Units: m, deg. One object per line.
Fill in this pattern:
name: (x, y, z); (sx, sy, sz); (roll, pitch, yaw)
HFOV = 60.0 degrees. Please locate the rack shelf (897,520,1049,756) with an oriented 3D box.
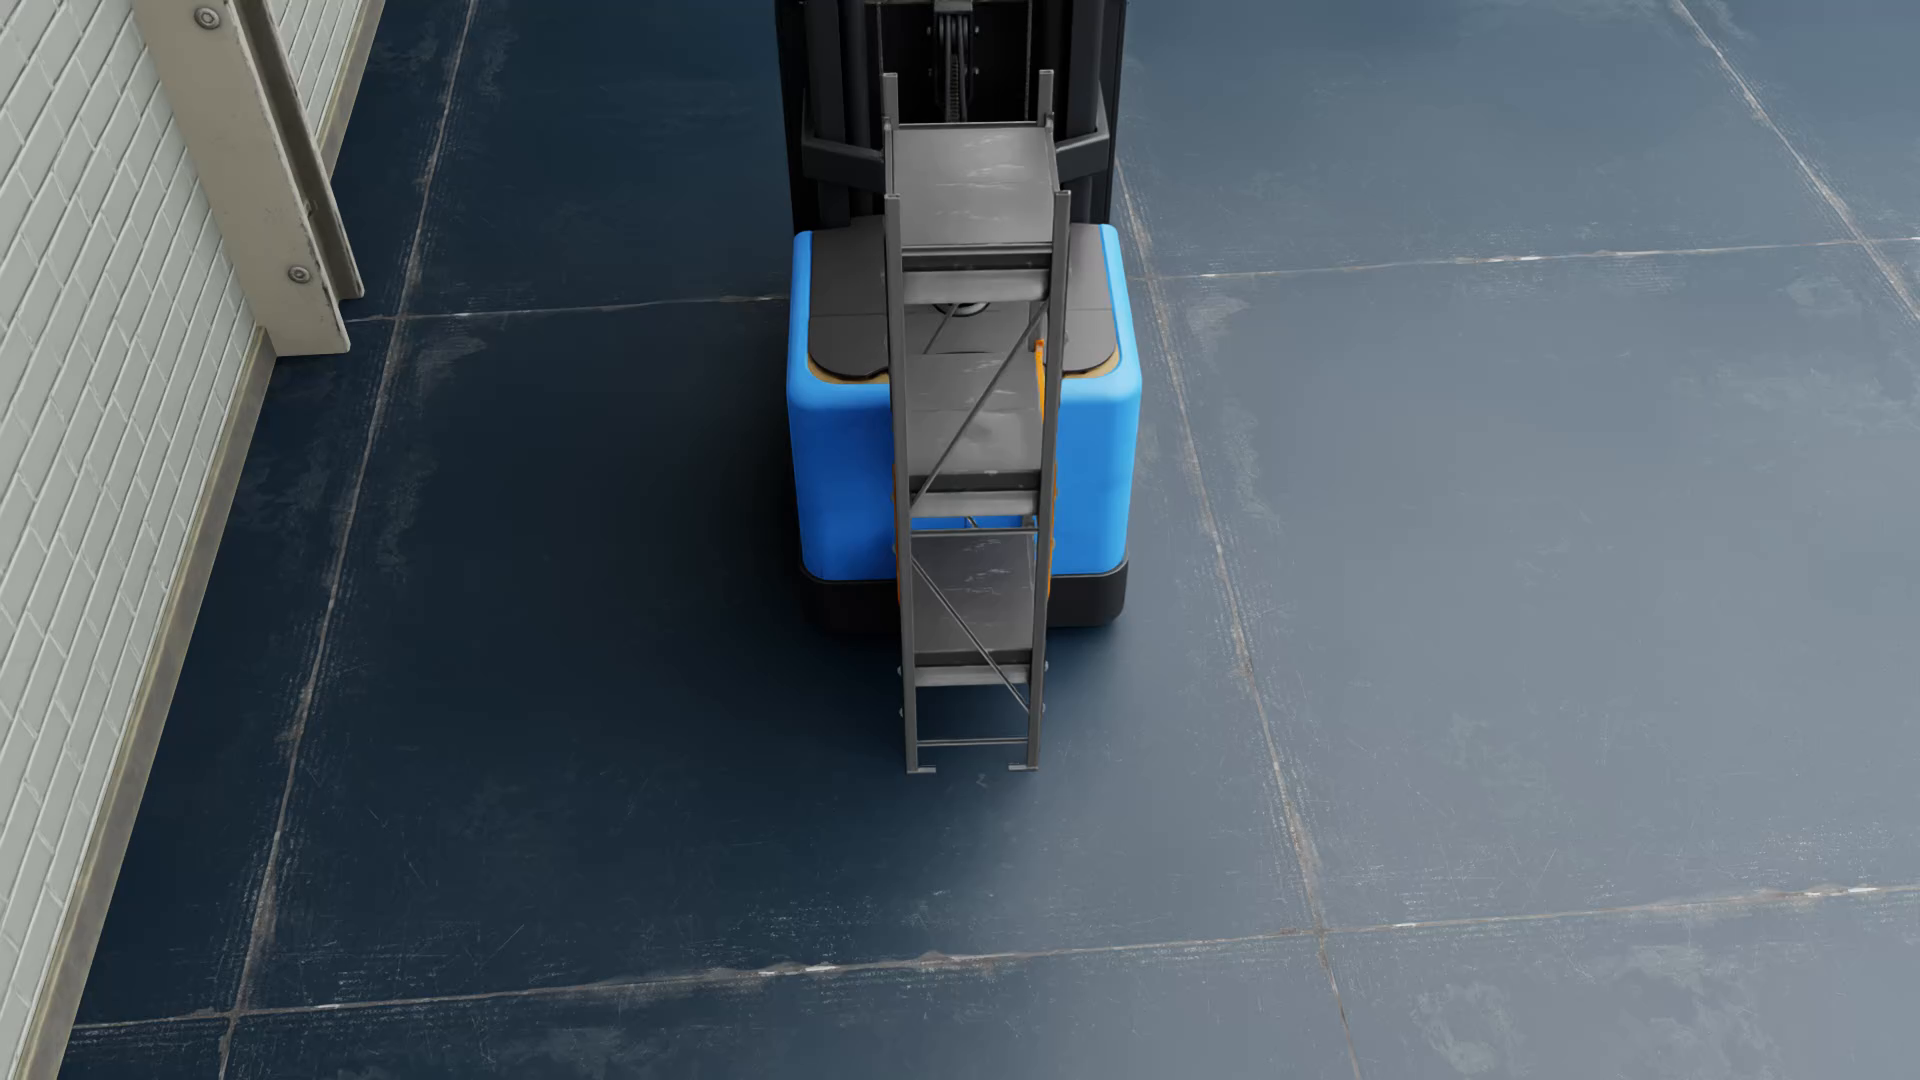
rack shelf: (0.029, 0.296, 5.006); (0.431, 0.518, 0.480); (-2, 47, -1)

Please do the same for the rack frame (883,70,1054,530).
rack frame: (0.019, -0.372, 4.656); (0.400, 2.100, 0.015); (-2, 47, -1)

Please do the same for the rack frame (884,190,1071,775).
rack frame: (0.038, -0.017, 4.320); (0.400, 2.100, 0.015); (-2, 47, -1)

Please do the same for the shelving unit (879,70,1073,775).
shelving unit: (0.029, -0.194, 4.488); (0.431, 2.100, 0.503); (-2, 47, -1)

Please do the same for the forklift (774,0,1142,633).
forklift: (-0.039, -1.767, 5.405); (1.130, 2.935, 3.031); (-2, 47, -1)

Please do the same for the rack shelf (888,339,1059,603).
rack shelf: (0.029, -0.185, 4.498); (0.431, 0.518, 0.480); (-2, 47, -1)

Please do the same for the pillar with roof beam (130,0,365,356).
pillar with roof beam: (1.752, -4.217, 3.546); (9.100, 9.000, 0.400); (-3, 47, -3)

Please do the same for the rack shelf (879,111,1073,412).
rack shelf: (0.028, -0.666, 3.990); (0.431, 0.518, 0.480); (-2, 47, -1)
